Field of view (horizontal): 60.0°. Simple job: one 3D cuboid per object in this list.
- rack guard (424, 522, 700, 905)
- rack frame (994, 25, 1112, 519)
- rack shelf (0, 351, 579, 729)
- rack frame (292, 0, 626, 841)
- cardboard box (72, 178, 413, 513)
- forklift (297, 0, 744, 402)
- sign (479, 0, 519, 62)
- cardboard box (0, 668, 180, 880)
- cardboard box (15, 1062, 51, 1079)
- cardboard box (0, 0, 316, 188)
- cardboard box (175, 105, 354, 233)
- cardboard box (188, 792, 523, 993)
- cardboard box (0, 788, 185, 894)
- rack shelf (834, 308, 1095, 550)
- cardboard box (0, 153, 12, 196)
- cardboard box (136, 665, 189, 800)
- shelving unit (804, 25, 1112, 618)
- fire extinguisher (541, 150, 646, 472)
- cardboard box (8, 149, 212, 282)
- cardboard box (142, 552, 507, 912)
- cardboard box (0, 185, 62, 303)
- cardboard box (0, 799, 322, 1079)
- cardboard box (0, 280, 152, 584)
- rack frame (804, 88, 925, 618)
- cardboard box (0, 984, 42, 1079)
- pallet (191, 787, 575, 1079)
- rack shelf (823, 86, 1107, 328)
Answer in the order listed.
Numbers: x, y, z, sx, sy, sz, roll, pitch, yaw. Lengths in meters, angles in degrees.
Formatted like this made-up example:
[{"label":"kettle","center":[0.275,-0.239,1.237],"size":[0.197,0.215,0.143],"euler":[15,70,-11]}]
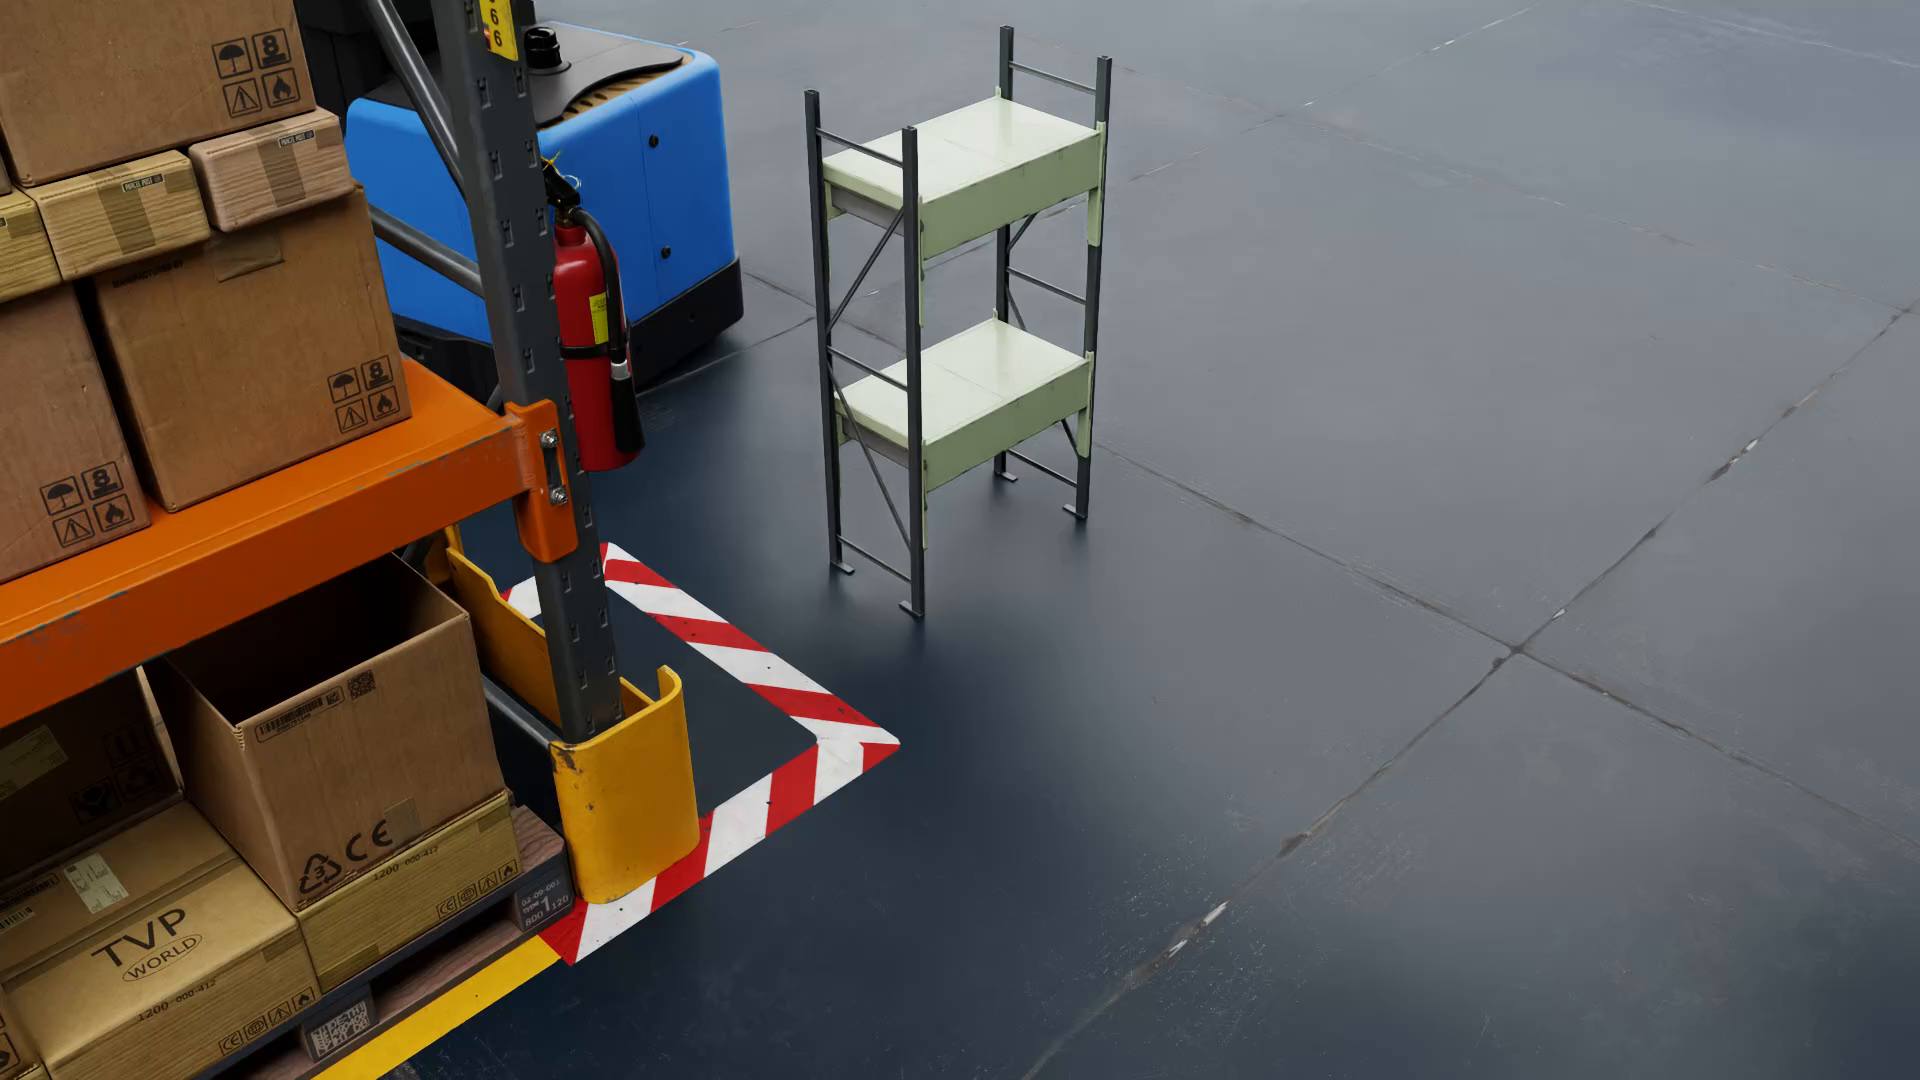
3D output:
[{"label":"rack guard","center":[-1.160,0.381,4.267],"size":[1.175,0.500,0.348],"euler":[30,45,35]},{"label":"rack frame","center":[0.263,-0.766,5.038],"size":[0.400,1.500,0.023],"euler":[30,45,35]},{"label":"rack shelf","center":[-2.586,0.473,2.579],"size":[1.077,0.370,4.000],"euler":[30,45,35]},{"label":"rack frame","center":[-1.177,-0.634,3.538],"size":[1.000,3.000,0.127],"euler":[30,45,35]},{"label":"cardboard box","center":[-1.515,-0.491,3.245],"size":[0.700,0.500,0.500],"euler":[30,45,35]},{"label":"forklift","center":[-2.360,-2.206,5.851],"size":[3.031,2.935,1.130],"euler":[18,39,24]},{"label":"sign","center":[-0.802,-0.982,2.817],"size":[0.100,0.325,0.005],"euler":[30,45,35]},{"label":"cardboard box","center":[-2.064,0.345,3.514],"size":[0.500,0.500,0.500],"euler":[30,45,35]},{"label":"cardboard box","center":[-2.040,1.069,3.131],"size":[0.500,0.250,0.500],"euler":[30,45,35]},{"label":"cardboard box","center":[-1.552,-1.002,2.843],"size":[0.500,0.500,0.700],"euler":[-30,45,-35]},{"label":"cardboard box","center":[-1.311,-0.710,2.991],"size":[0.380,0.149,0.250],"euler":[29,44,35]},{"label":"cardboard box","center":[-1.345,0.658,3.721],"size":[0.500,0.250,0.500],"euler":[30,45,35]},{"label":"cardboard box","center":[-2.062,0.654,3.727],"size":[0.500,0.250,0.500],"euler":[30,45,35]},{"label":"rack shelf","center":[0.005,-0.350,5.011],"size":[0.431,0.370,0.720],"euler":[30,45,35]},{"label":"cardboard box","center":[-1.919,-0.786,2.533],"size":[0.700,0.500,0.500],"euler":[28,44,34]},{"label":"cardboard box","center":[-1.713,0.449,4.020],"size":[0.500,0.250,0.500],"euler":[30,45,35]},{"label":"shelving unit","center":[0.005,-0.618,4.825],"size":[0.431,1.500,0.755],"euler":[30,45,35]},{"label":"fire extinguisher","center":[-0.764,-0.463,3.360],"size":[0.296,0.674,0.183],"euler":[30,45,35]},{"label":"cardboard box","center":[-1.494,-0.603,2.838],"size":[0.250,0.149,0.380],"euler":[-29,44,-35]},{"label":"cardboard box","center":[-1.344,0.351,3.505],"size":[0.500,0.500,0.500],"euler":[30,45,35]},{"label":"cardboard box","center":[-1.675,-0.499,2.689],"size":[0.380,0.149,0.250],"euler":[29,44,35]},{"label":"cardboard box","center":[-1.689,0.866,3.423],"size":[0.500,0.250,0.500],"euler":[30,45,35]},{"label":"cardboard box","center":[-1.882,-0.276,2.936],"size":[0.500,0.500,0.700],"euler":[-29,44,-35]},{"label":"rack frame","center":[-0.253,-0.469,4.612],"size":[0.400,1.500,0.023],"euler":[30,45,35]},{"label":"cardboard box","center":[-2.038,0.763,2.915],"size":[0.500,0.500,0.500],"euler":[30,45,35]},{"label":"pallet","center":[-1.686,0.837,3.866],"size":[1.003,0.211,1.213],"euler":[30,45,35]},{"label":"rack shelf","center":[0.005,-0.938,4.602],"size":[0.431,0.370,0.720],"euler":[30,45,35]}]
